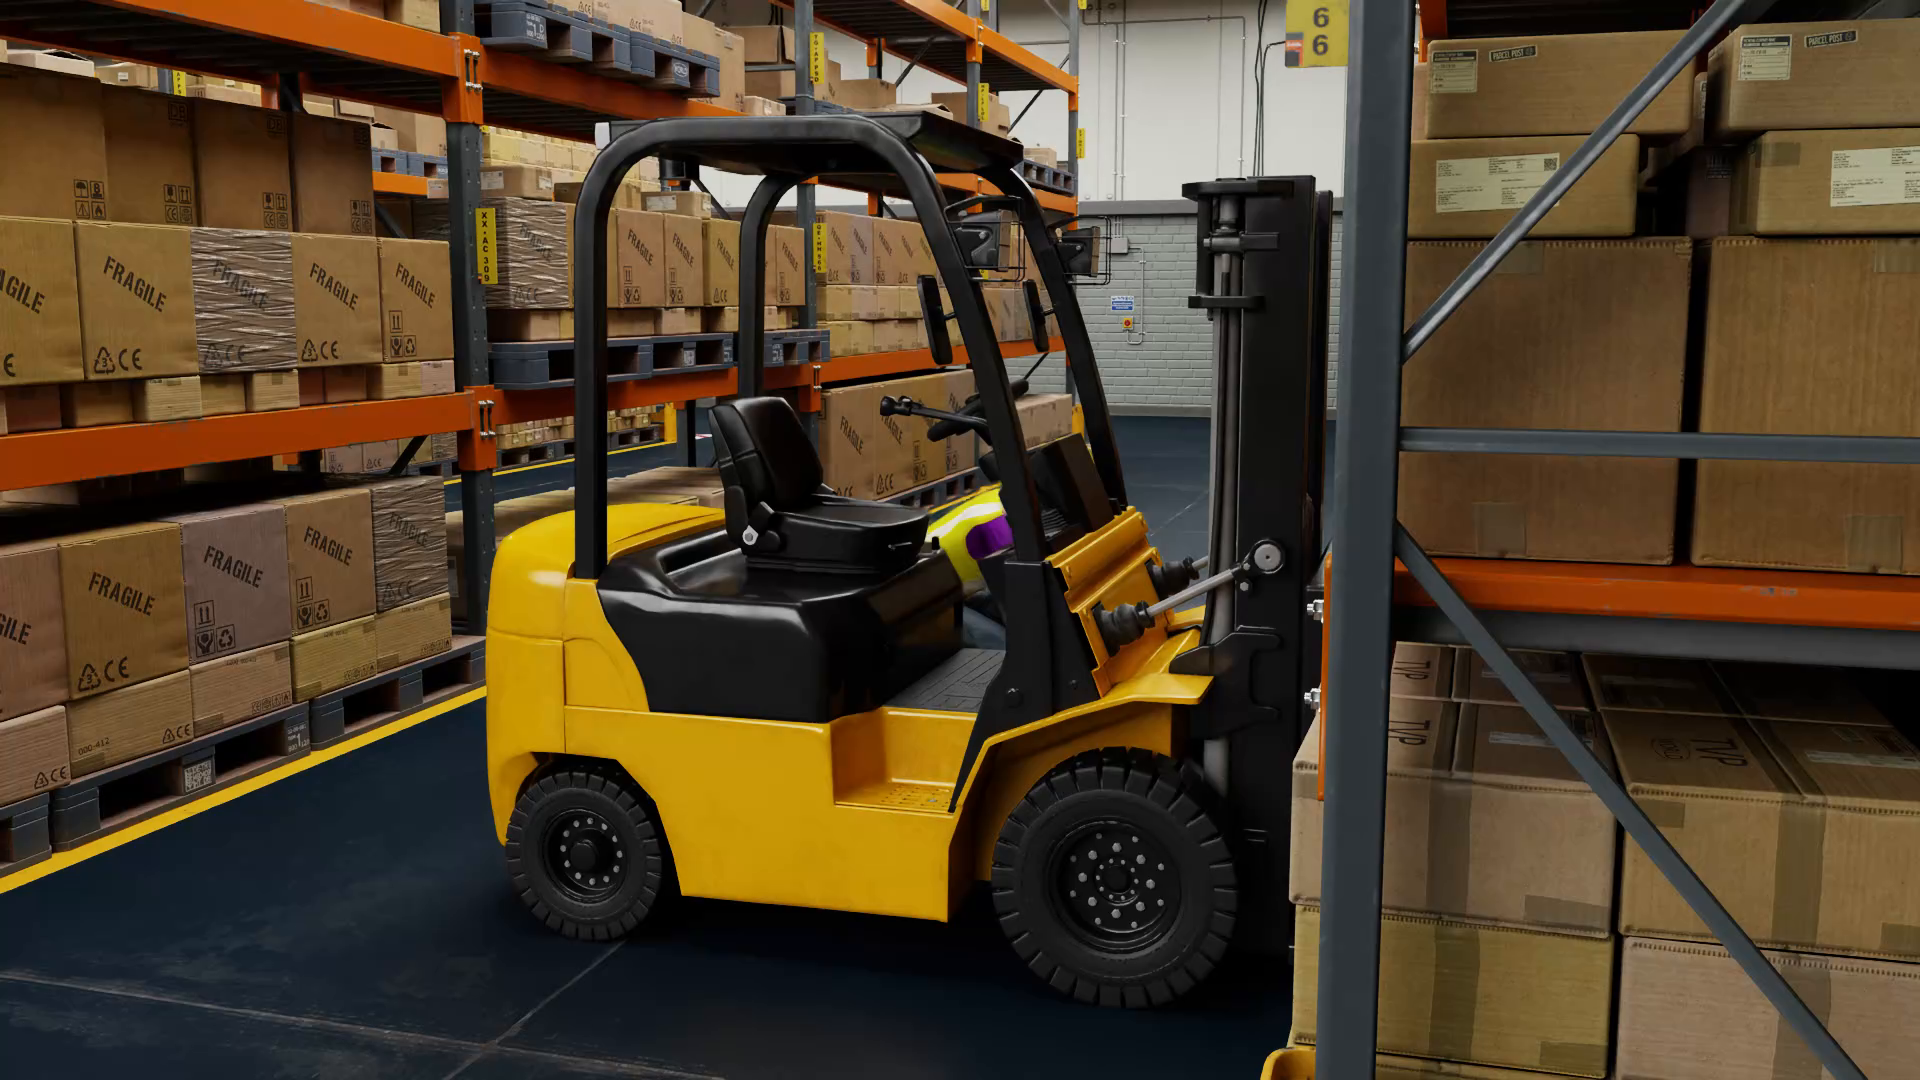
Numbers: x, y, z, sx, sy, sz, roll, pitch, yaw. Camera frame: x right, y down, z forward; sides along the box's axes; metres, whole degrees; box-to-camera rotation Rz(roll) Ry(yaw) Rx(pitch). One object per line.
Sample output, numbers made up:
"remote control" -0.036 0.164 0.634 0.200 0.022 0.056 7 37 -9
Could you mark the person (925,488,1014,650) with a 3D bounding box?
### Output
"person" 0.124 0.250 6.317 0.860 1.112 0.603 2 9 16
